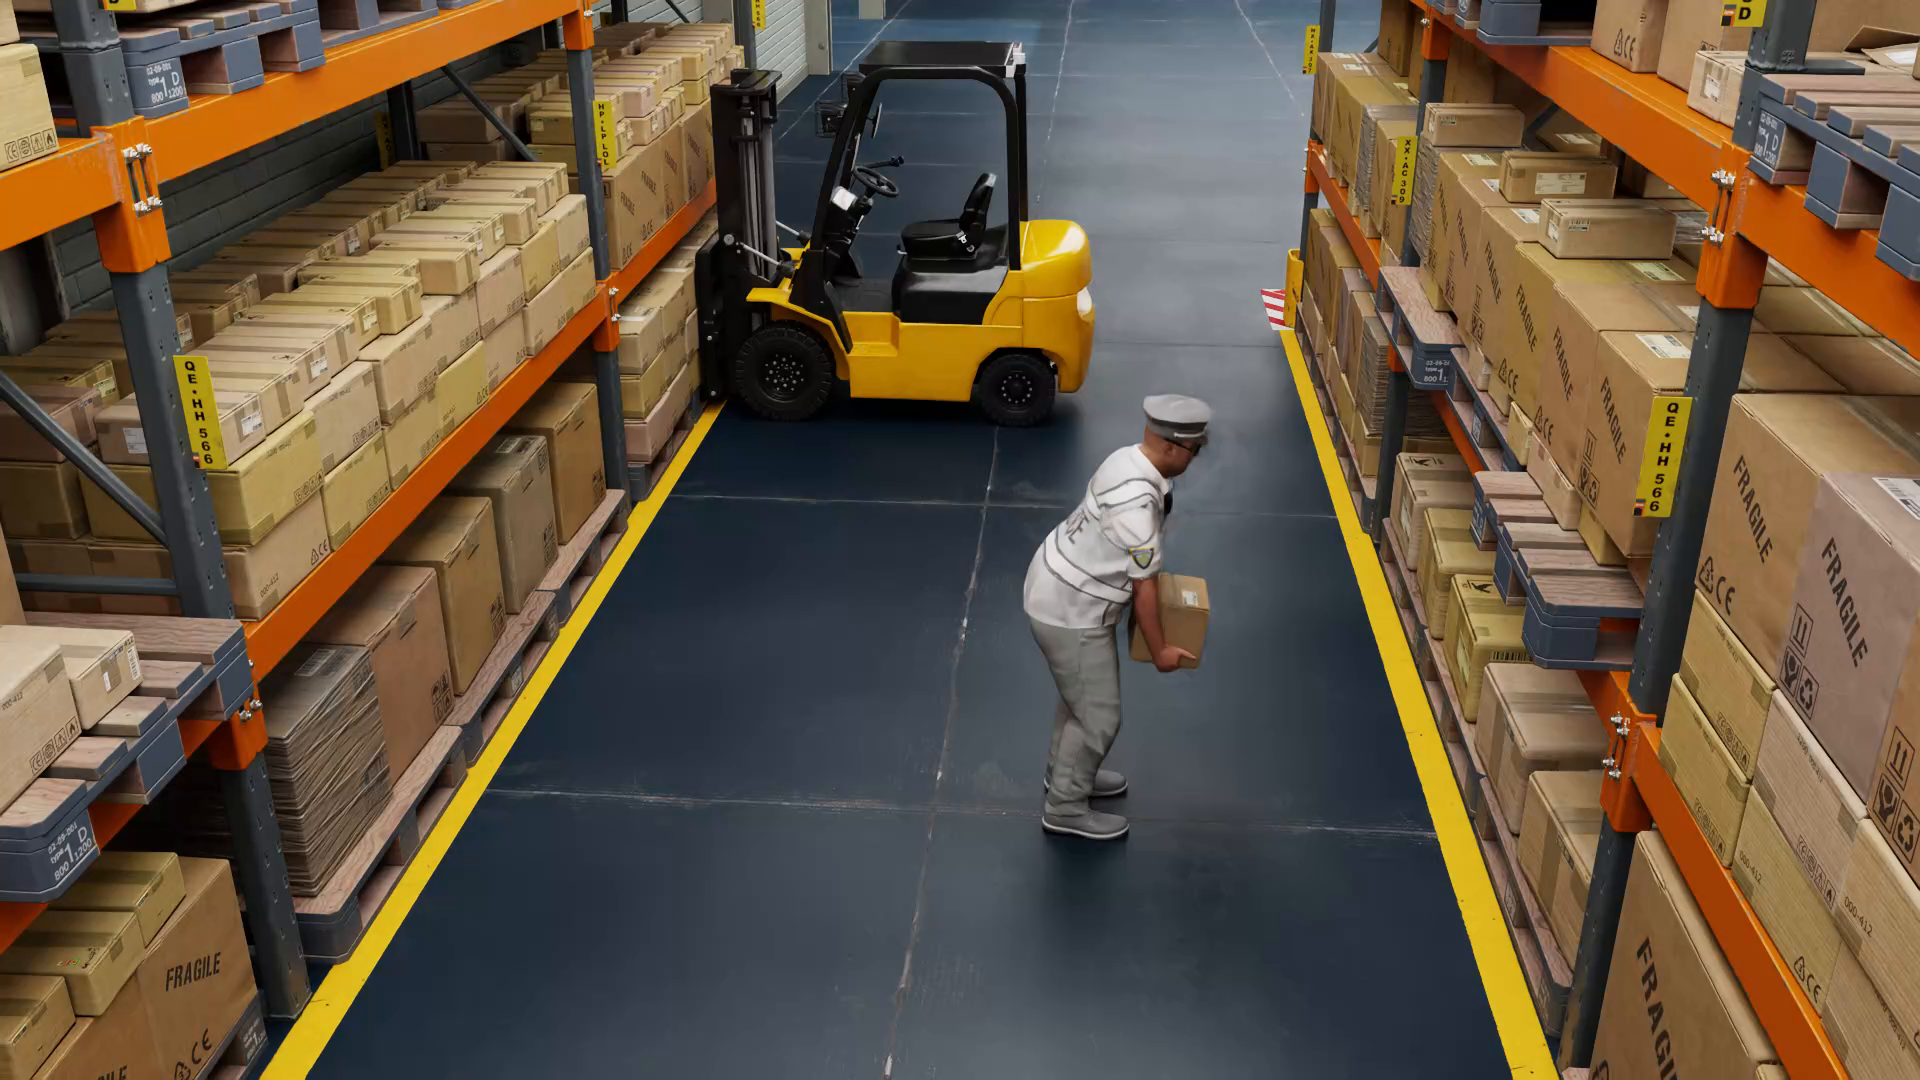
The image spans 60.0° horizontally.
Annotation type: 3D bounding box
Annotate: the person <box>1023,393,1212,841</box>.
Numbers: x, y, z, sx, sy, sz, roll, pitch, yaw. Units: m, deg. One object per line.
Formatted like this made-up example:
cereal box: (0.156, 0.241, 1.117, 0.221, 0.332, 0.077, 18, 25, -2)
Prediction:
person: (0.554, 0.278, 6.087, 0.633, 1.675, 0.478, 1, 24, 3)
